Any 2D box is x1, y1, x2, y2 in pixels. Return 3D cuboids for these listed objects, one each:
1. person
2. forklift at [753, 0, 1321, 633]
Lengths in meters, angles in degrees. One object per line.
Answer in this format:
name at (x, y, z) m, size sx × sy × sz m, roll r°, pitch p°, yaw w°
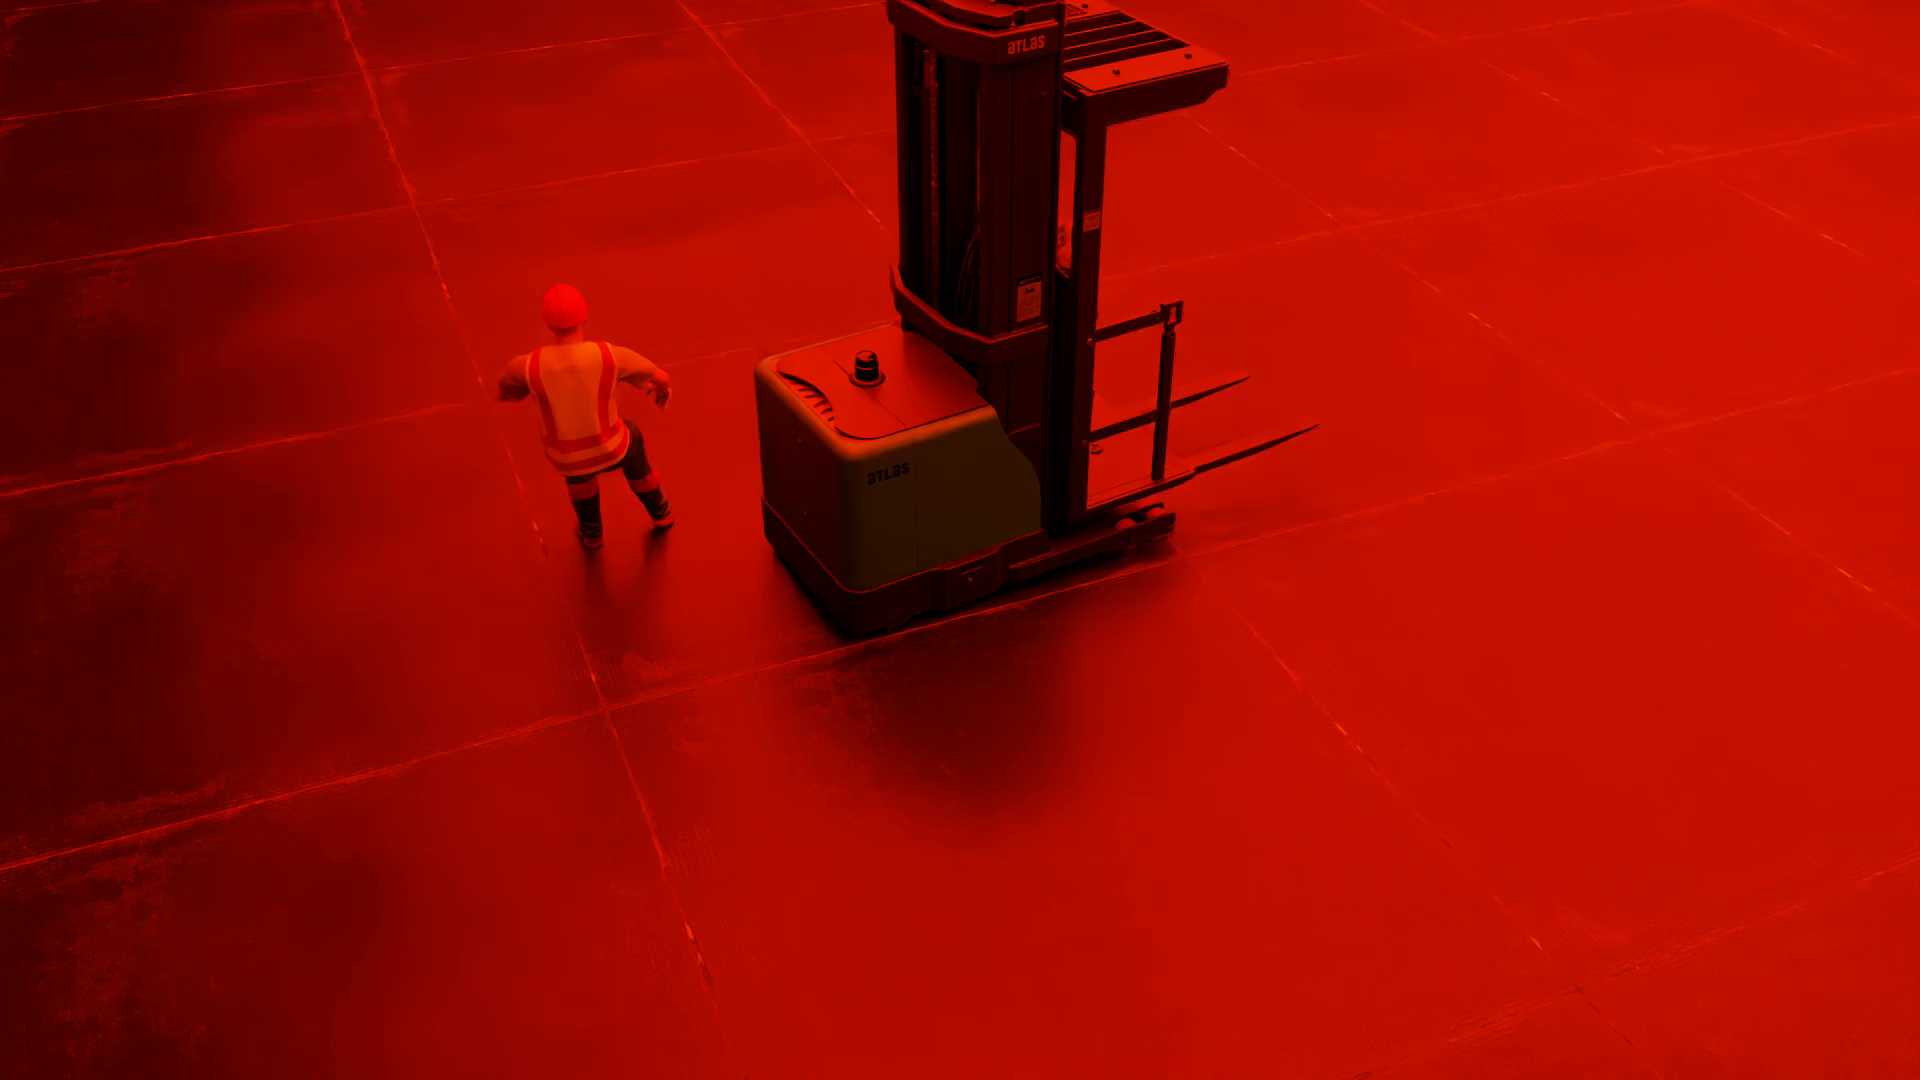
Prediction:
person at (-1.804, -0.566, 8.125) m, size 0.825 × 1.655 × 0.701 m, roll -10°, pitch 37°, yaw -14°
forklift at (0.521, -1.381, 8.041) m, size 3.031 × 2.935 × 1.130 m, roll -19°, pitch 40°, yaw -25°
